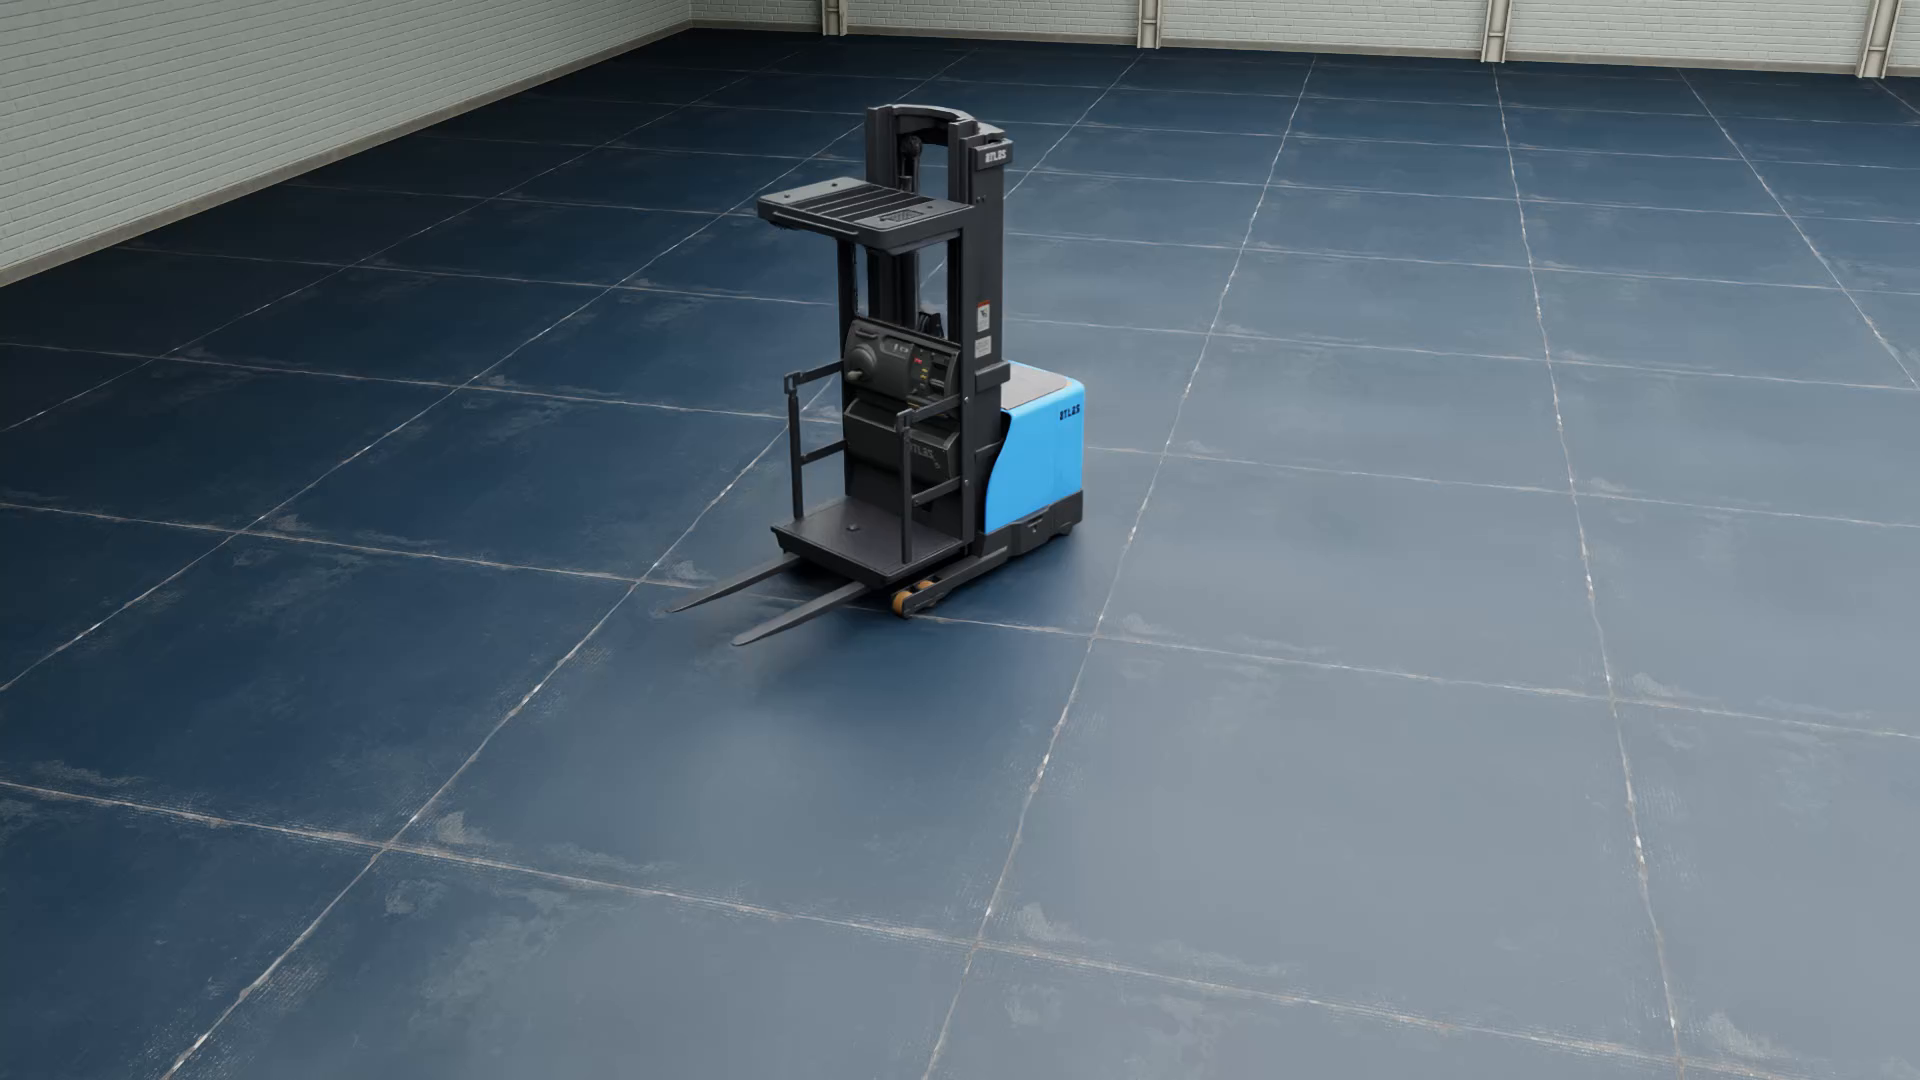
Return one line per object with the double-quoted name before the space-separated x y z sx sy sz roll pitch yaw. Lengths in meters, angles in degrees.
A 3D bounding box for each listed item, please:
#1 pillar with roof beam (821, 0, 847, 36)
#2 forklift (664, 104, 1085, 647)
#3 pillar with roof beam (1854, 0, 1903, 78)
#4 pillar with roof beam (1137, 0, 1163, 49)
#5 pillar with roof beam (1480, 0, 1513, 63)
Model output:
"pillar with roof beam" -3.446 -11.880 25.891 0.400 9.000 9.100 6 26 13
"forklift" -0.514 -1.086 10.279 1.130 2.935 3.031 22 33 38
"pillar with roof beam" 13.987 -9.953 21.843 0.400 9.000 9.100 6 26 13
"pillar with roof beam" 2.365 -11.237 24.542 0.400 9.000 9.100 6 26 13
"pillar with roof beam" 8.176 -10.595 23.193 0.400 9.000 9.100 6 26 13
